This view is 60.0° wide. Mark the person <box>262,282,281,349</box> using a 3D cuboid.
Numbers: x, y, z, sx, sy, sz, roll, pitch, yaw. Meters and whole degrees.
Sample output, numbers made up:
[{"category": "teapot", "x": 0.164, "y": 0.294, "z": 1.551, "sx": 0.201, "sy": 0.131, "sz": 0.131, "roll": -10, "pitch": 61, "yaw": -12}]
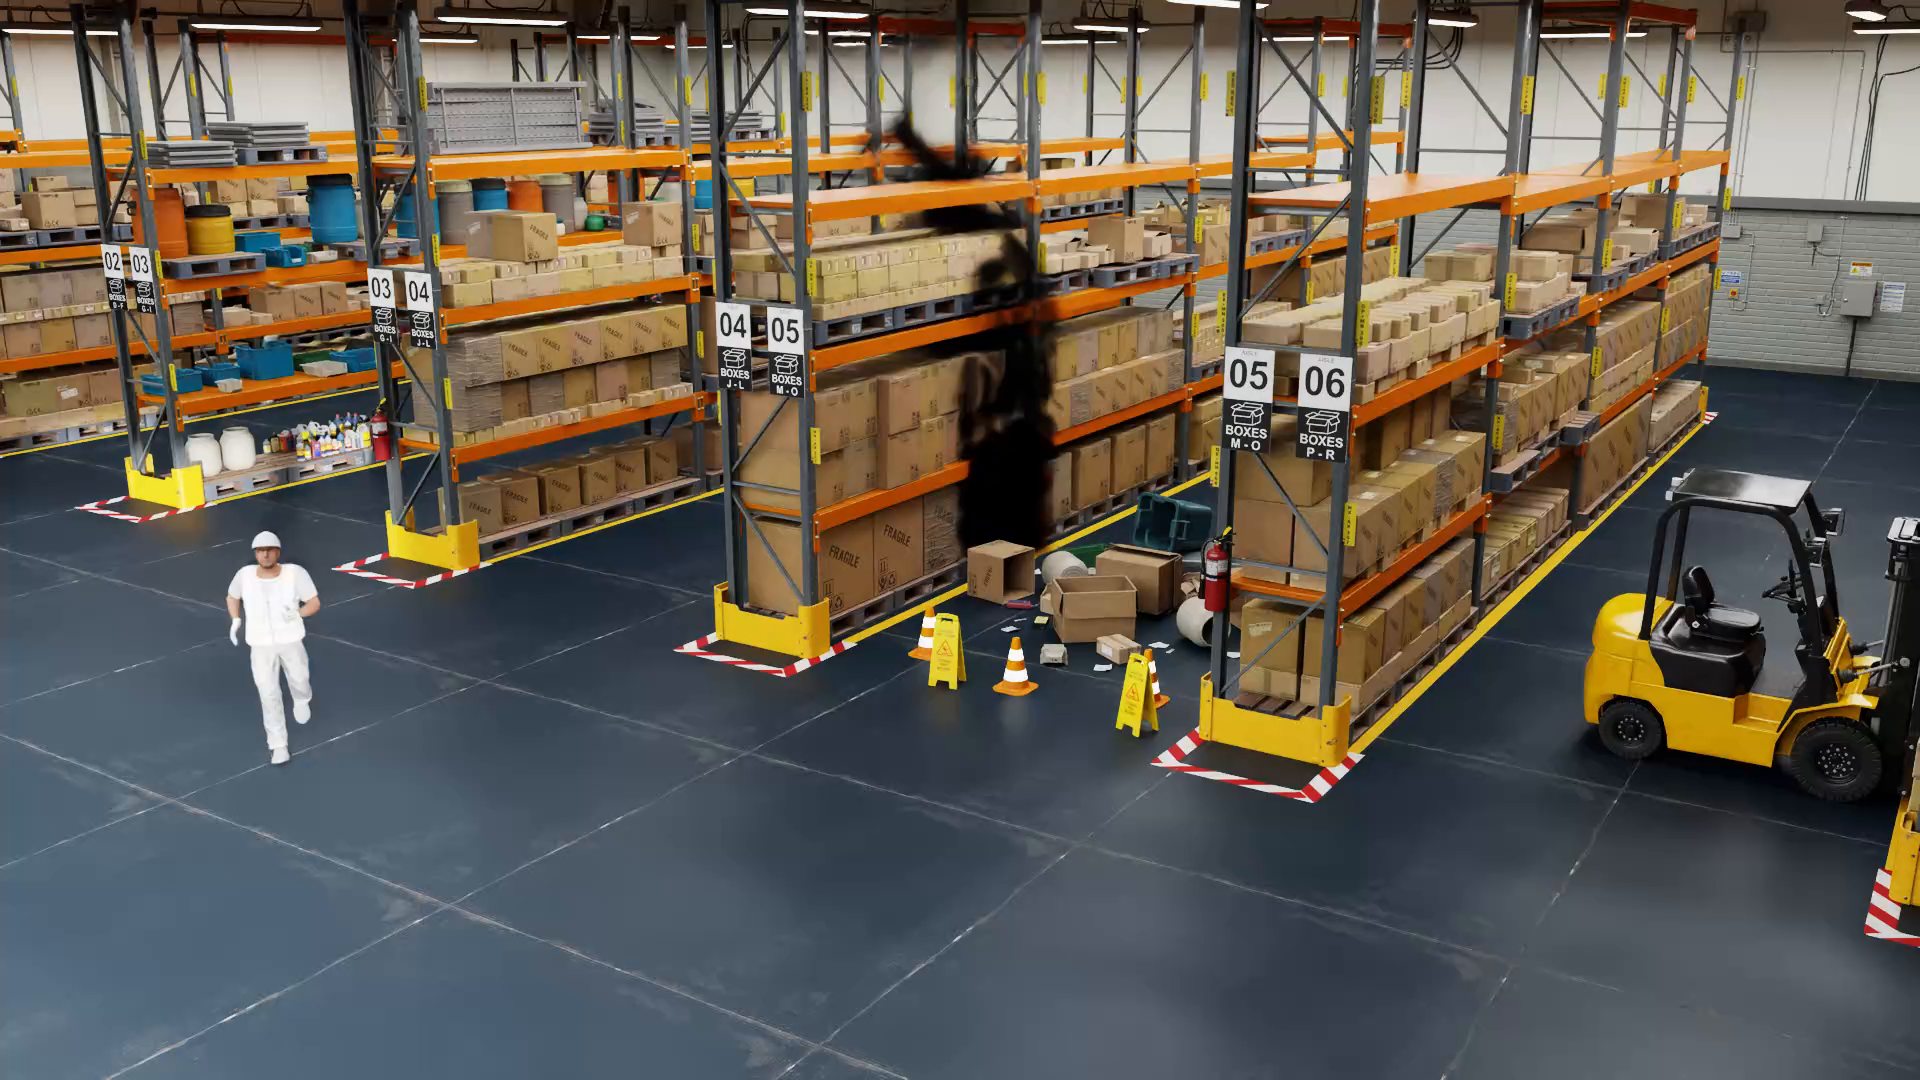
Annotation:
[{"category": "person", "x": -12.233, "y": -3.767, "z": 29.493, "sx": 0.649, "sy": 1.744, "sz": 0.578, "roll": 11, "pitch": 19, "yaw": 34}]

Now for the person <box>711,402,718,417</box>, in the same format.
[{"category": "person", "x": -3.540, "y": -2.350, "z": 24.583, "sx": 0.579, "sy": 1.696, "sz": 0.859, "roll": 8, "pitch": 17, "yaw": 27}]

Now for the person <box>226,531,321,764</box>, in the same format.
[{"category": "person", "x": -5.362, "y": 0.791, "z": 13.051, "sx": 0.696, "sy": 1.764, "sz": 0.955, "roll": -5, "pitch": 16, "yaw": -17}]
